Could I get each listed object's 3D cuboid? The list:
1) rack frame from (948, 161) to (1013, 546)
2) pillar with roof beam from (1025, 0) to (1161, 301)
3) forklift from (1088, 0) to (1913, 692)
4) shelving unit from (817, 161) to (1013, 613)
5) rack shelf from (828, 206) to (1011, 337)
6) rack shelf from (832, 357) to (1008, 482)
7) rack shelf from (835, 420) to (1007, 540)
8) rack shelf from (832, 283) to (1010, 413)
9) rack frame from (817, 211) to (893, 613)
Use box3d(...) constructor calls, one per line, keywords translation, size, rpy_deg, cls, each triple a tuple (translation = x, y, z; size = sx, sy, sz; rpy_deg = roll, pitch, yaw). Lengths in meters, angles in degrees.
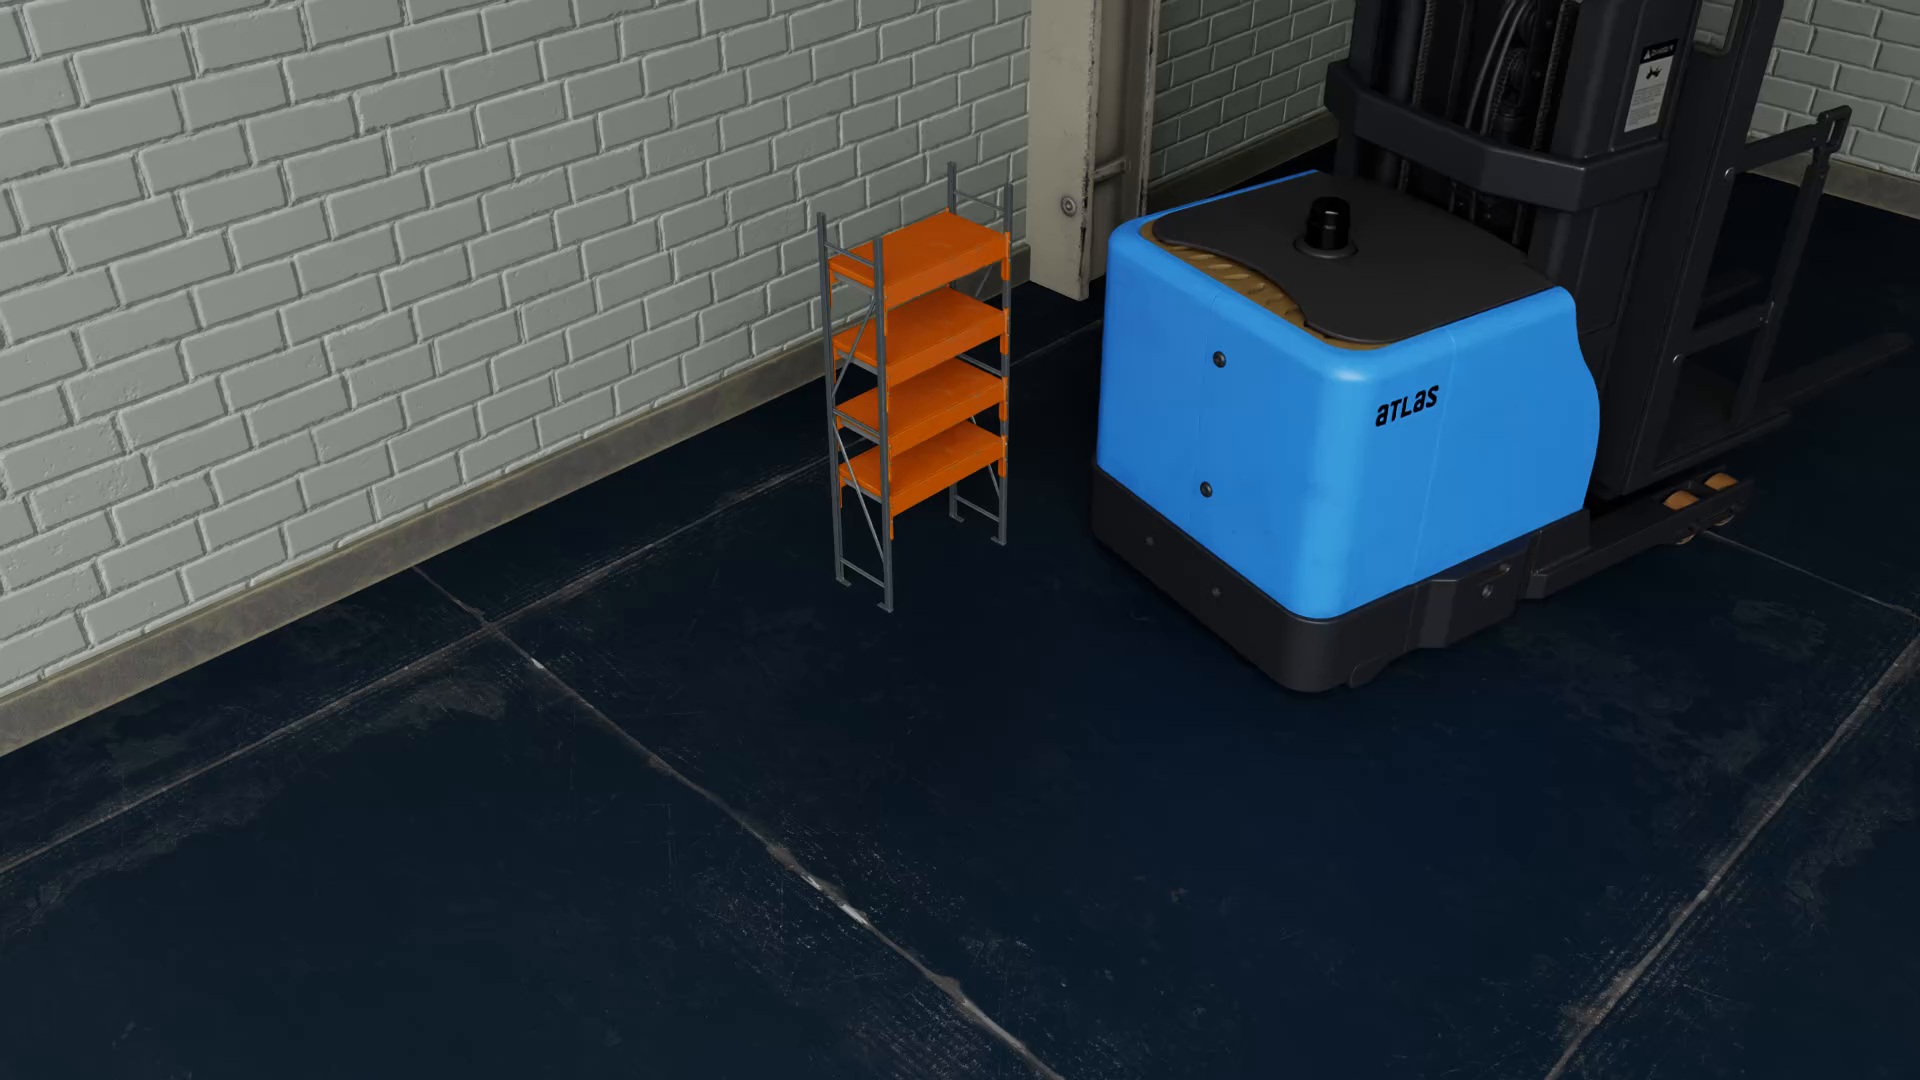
box3d(translation=(0.055, -0.524, 4.952), size=(0.240, 1.200, 0.015), rpy_deg=(30, 45, 35), cls="rack frame")
box3d(translation=(3.562, -3.047, 1.752), size=(9.100, 9.000, 0.400), rpy_deg=(30, 45, 35), cls="pillar with roof beam")
box3d(translation=(1.917, -1.423, 4.728), size=(3.031, 2.935, 1.130), rpy_deg=(-20, 40, -26), cls="forklift")
box3d(translation=(-0.117, -0.425, 4.810), size=(0.258, 1.200, 0.503), rpy_deg=(30, 45, 35), cls="shelving unit")
box3d(translation=(-0.117, -0.747, 4.586), size=(0.258, 0.148, 0.480), rpy_deg=(30, 45, 35), cls="rack shelf")
box3d(translation=(-0.117, -0.370, 4.849), size=(0.258, 0.148, 0.480), rpy_deg=(30, 45, 35), cls="rack shelf")
box3d(translation=(-0.117, -0.207, 4.962), size=(0.258, 0.148, 0.480), rpy_deg=(30, 45, 35), cls="rack shelf")
box3d(translation=(-0.117, -0.553, 4.721), size=(0.258, 0.148, 0.480), rpy_deg=(30, 45, 35), cls="rack shelf")
box3d(translation=(-0.289, -0.326, 4.668), size=(0.240, 1.200, 0.015), rpy_deg=(30, 45, 35), cls="rack frame")
